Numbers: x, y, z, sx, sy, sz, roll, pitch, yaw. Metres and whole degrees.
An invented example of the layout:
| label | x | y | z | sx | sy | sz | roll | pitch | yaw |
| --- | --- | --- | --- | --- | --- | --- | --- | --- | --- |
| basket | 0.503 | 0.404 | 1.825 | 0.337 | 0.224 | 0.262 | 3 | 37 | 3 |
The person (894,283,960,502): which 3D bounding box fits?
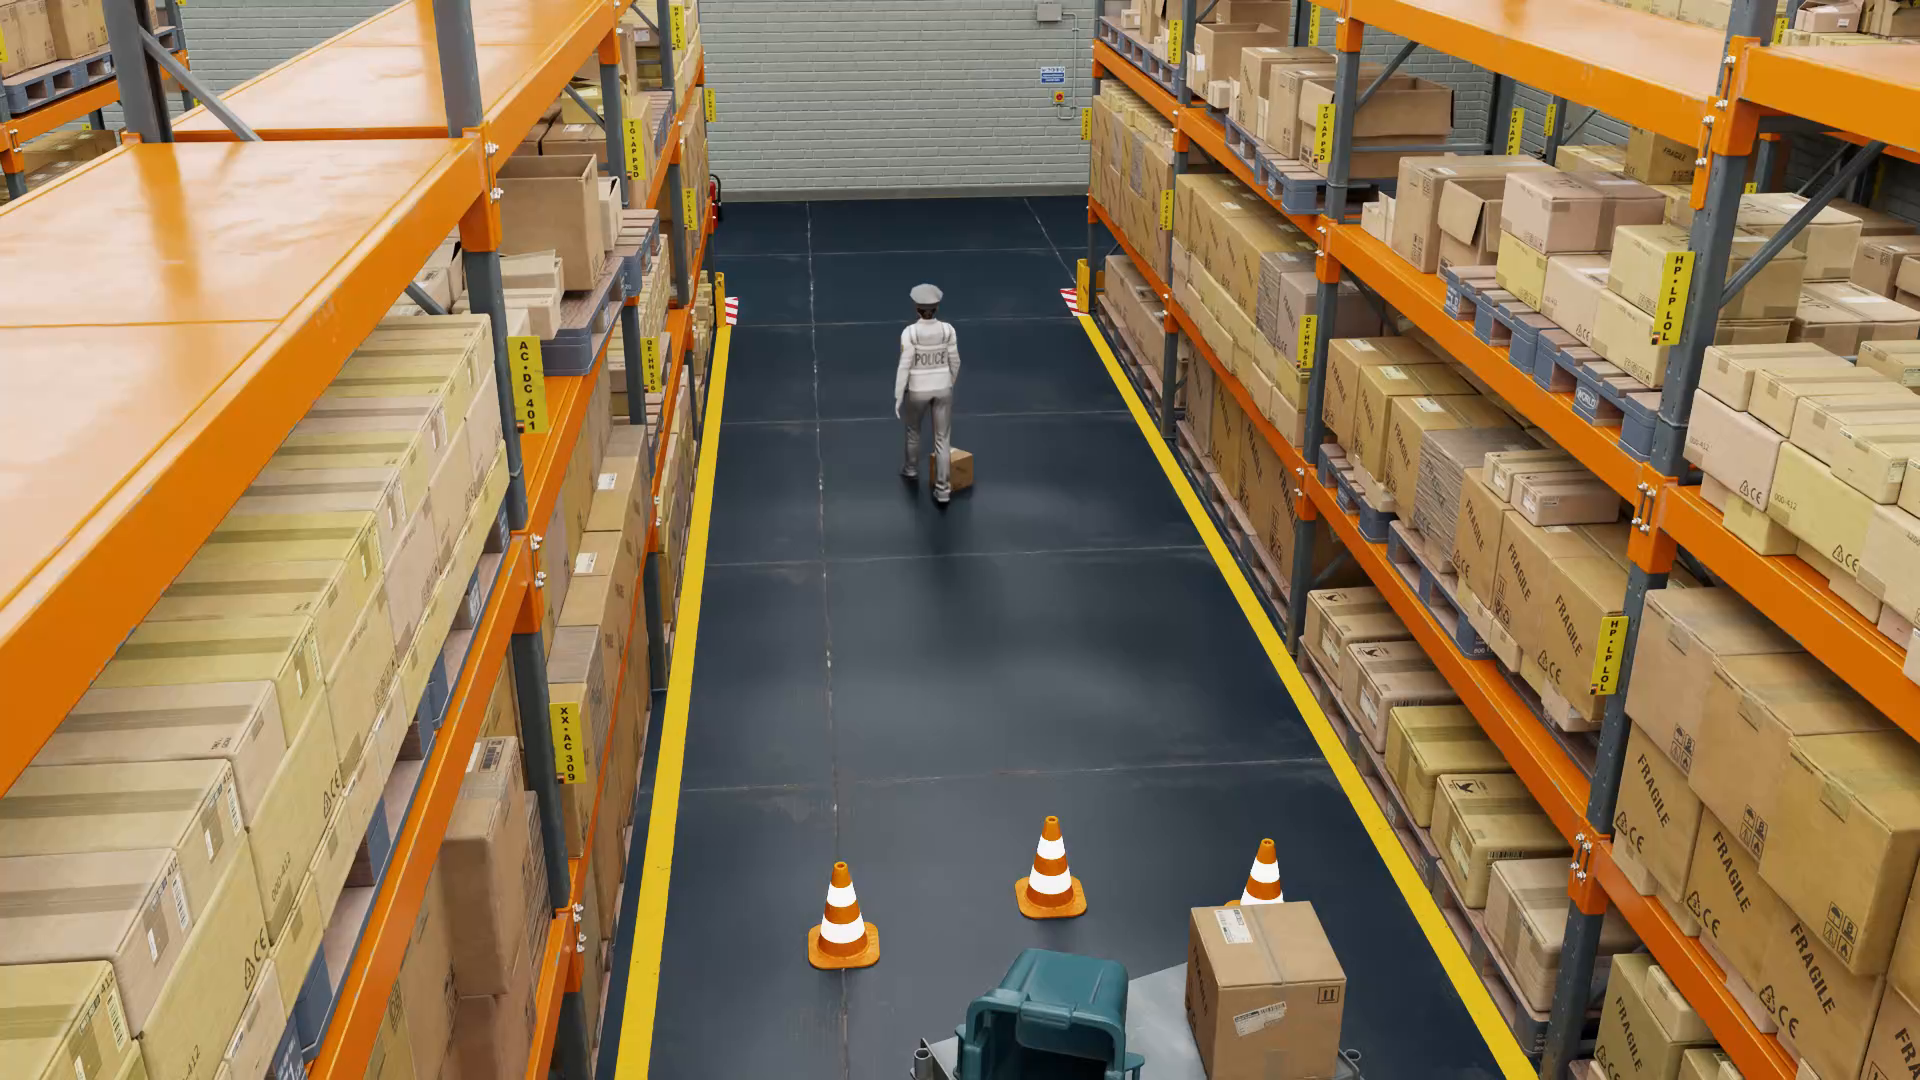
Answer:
| label | x | y | z | sx | sy | sz | roll | pitch | yaw |
| --- | --- | --- | --- | --- | --- | --- | --- | --- | --- |
| person | -0.264 | -1.169 | 12.919 | 0.545 | 1.665 | 0.899 | -4 | 24 | -10 |
